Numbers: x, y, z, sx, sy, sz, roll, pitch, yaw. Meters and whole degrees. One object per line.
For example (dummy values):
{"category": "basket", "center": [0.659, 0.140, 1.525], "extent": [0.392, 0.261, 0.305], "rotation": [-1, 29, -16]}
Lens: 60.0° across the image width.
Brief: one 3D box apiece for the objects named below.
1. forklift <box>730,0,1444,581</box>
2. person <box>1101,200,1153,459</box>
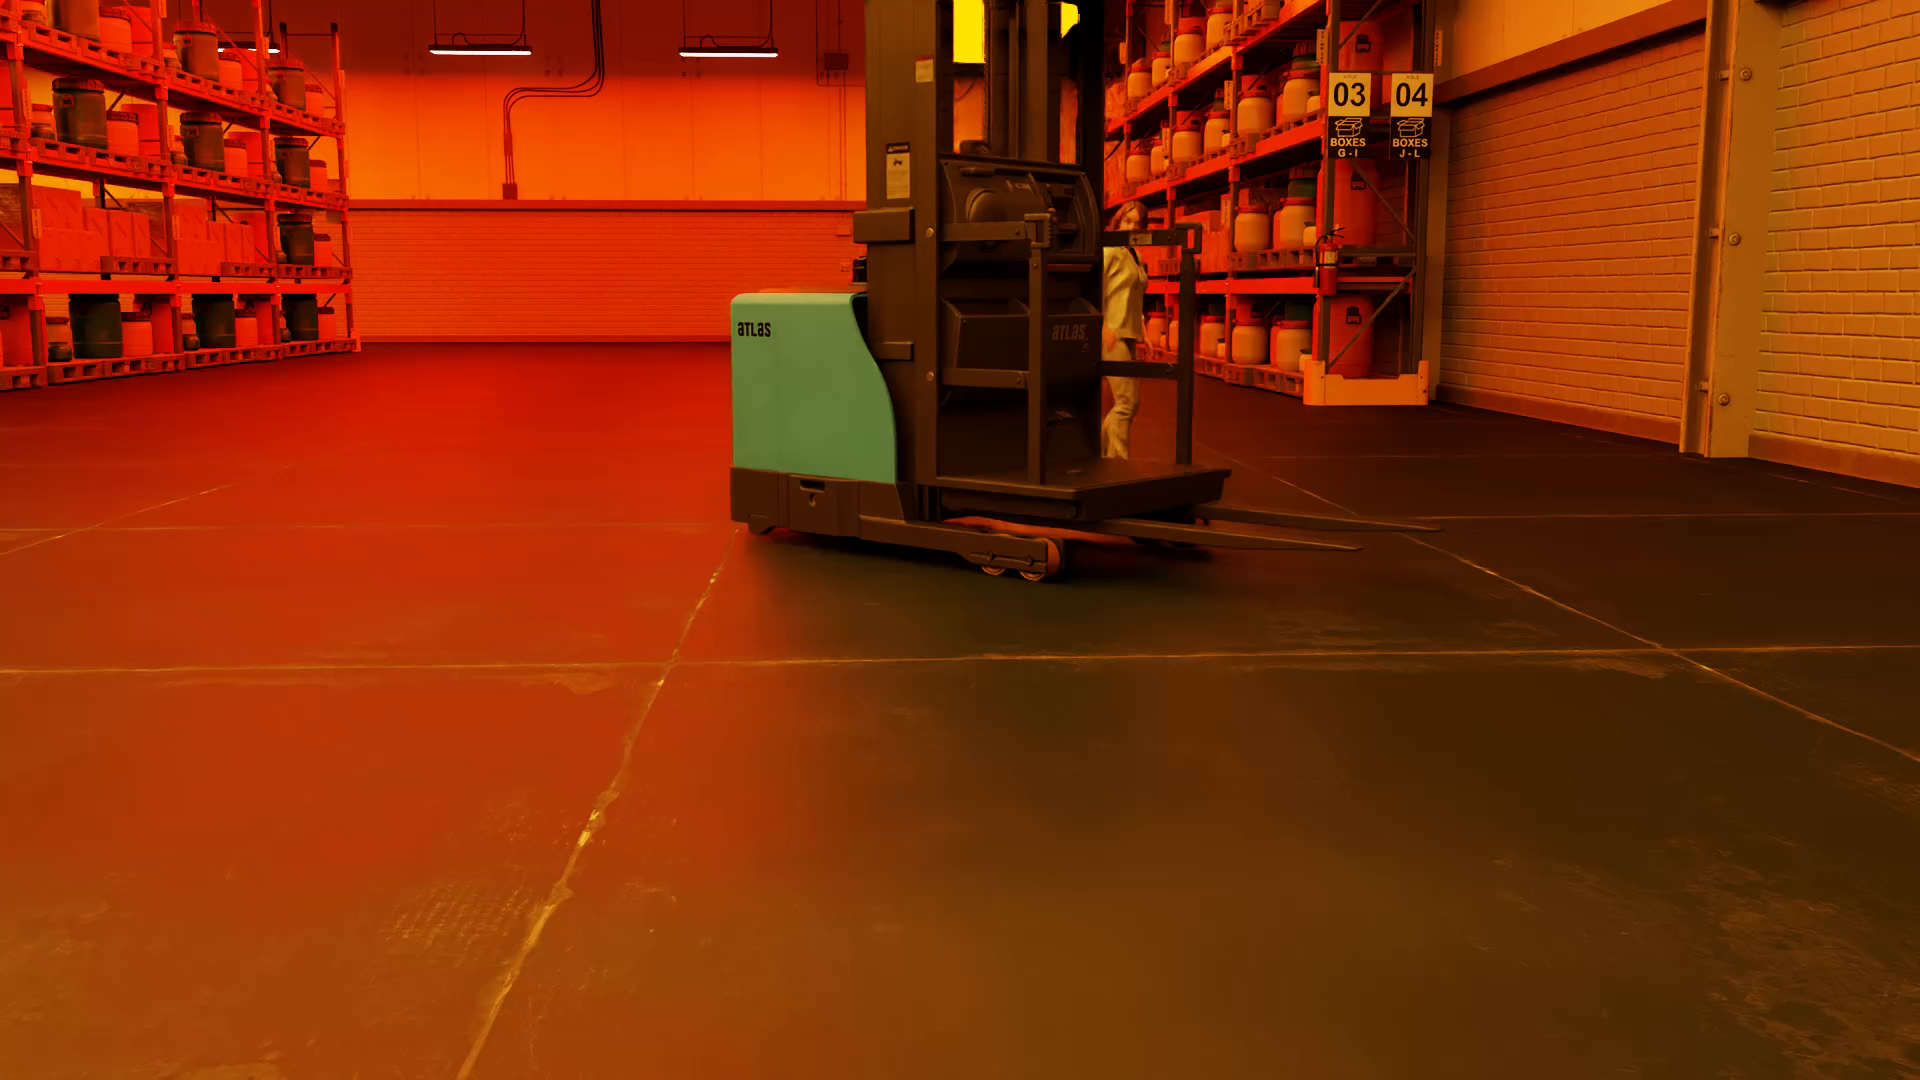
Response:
{"category": "forklift", "center": [0.415, -1.381, 6.633], "extent": [3.031, 2.935, 1.130], "rotation": [7, 11, 41]}
{"category": "person", "center": [0.924, -1.075, 9.197], "extent": [0.453, 1.579, 0.623], "rotation": [4, 9, 23]}
